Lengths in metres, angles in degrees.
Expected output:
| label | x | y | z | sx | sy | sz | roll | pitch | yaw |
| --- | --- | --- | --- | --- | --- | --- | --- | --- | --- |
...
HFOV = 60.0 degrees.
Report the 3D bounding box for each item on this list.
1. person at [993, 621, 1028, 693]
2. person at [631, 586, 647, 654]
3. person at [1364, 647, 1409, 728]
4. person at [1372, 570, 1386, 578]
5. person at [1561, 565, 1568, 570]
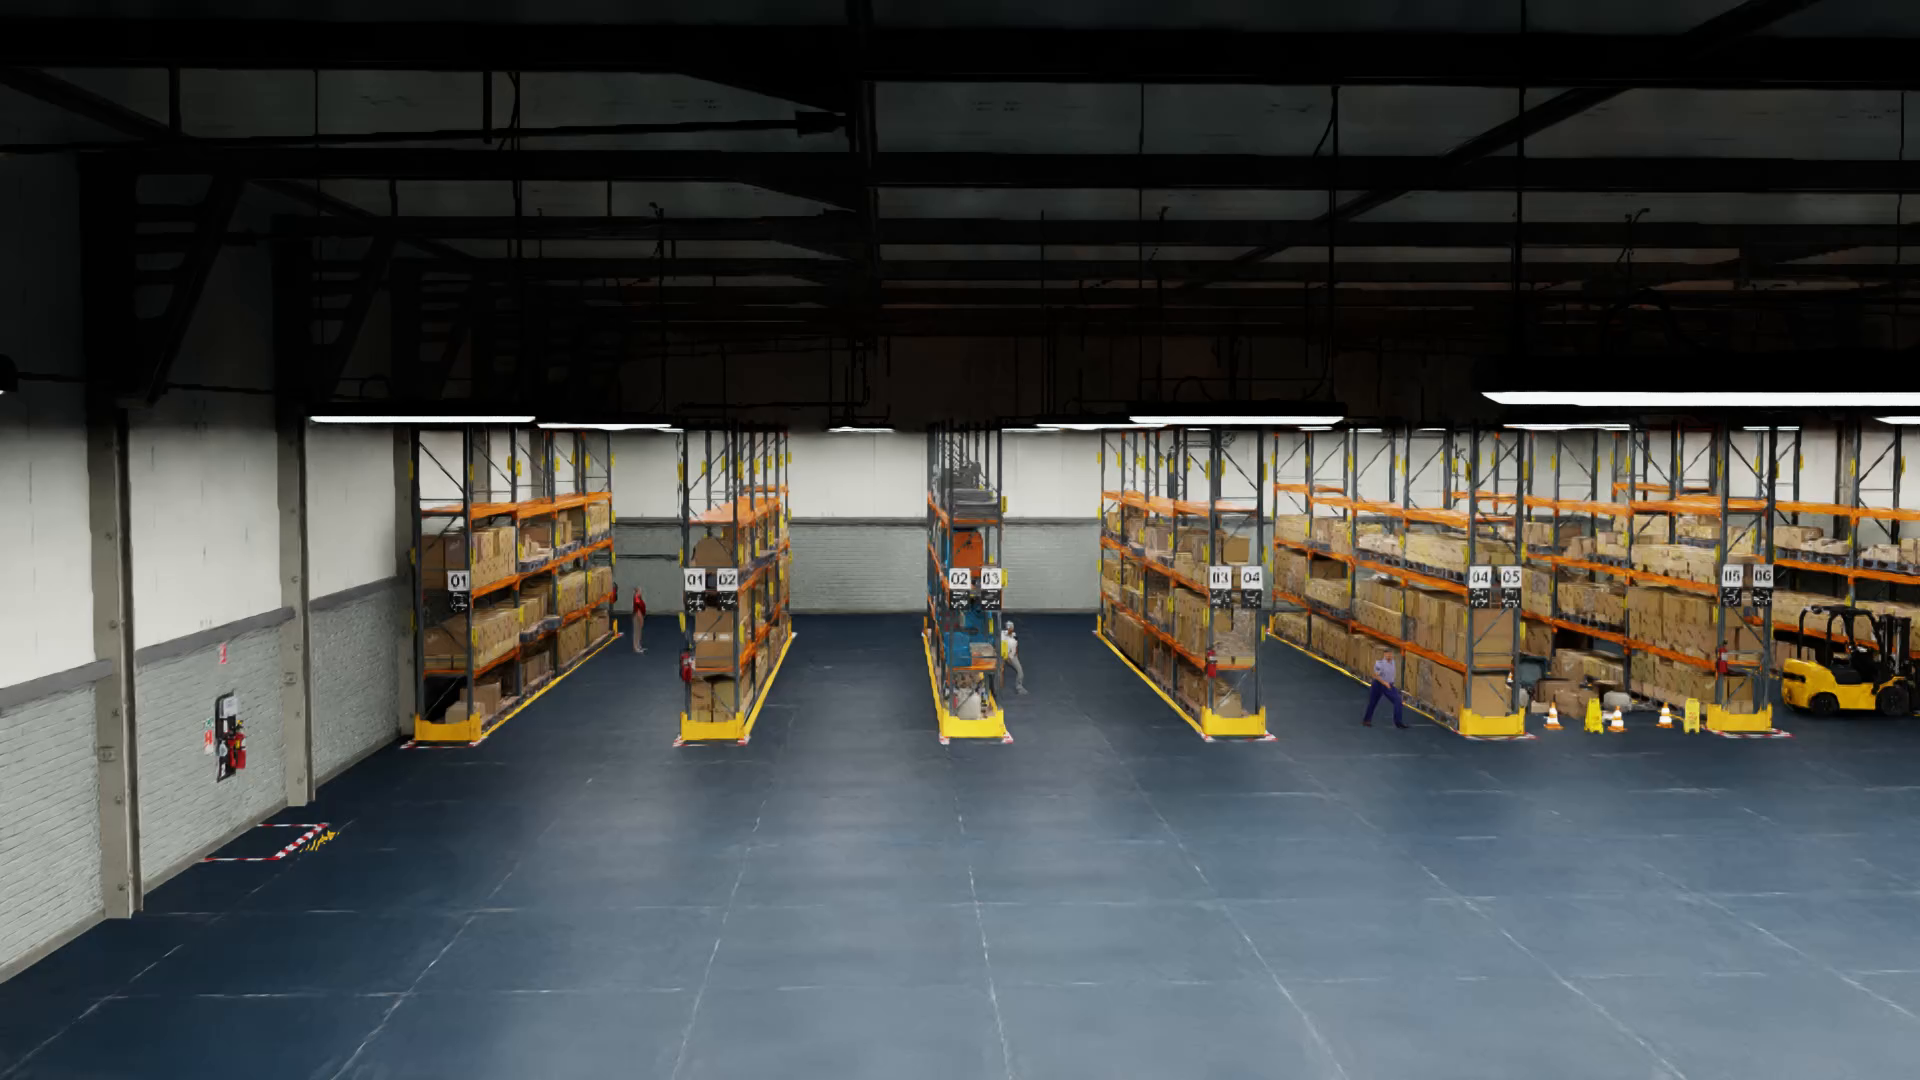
| label | x | y | z | sx | sy | sz | roll | pitch | yaw |
| --- | --- | --- | --- | --- | --- | --- | --- | --- | --- |
| person | 1.063 | 2.567 | 36.717 | 0.653 | 1.604 | 0.771 | -2 | 4 | -24 |
| person | -8.362 | 2.065 | 43.359 | 0.409 | 1.729 | 0.642 | -1 | 4 | -17 |
| person | 8.270 | 2.852 | 32.378 | 0.660 | 1.580 | 0.811 | -1 | 4 | -21 |
| person | 13.041 | 1.599 | 51.567 | 0.521 | 1.665 | 0.538 | 3 | 4 | 34 |
| person | 18.920 | 1.645 | 51.920 | 0.572 | 1.525 | 0.499 | -4 | 5 | -45 |
